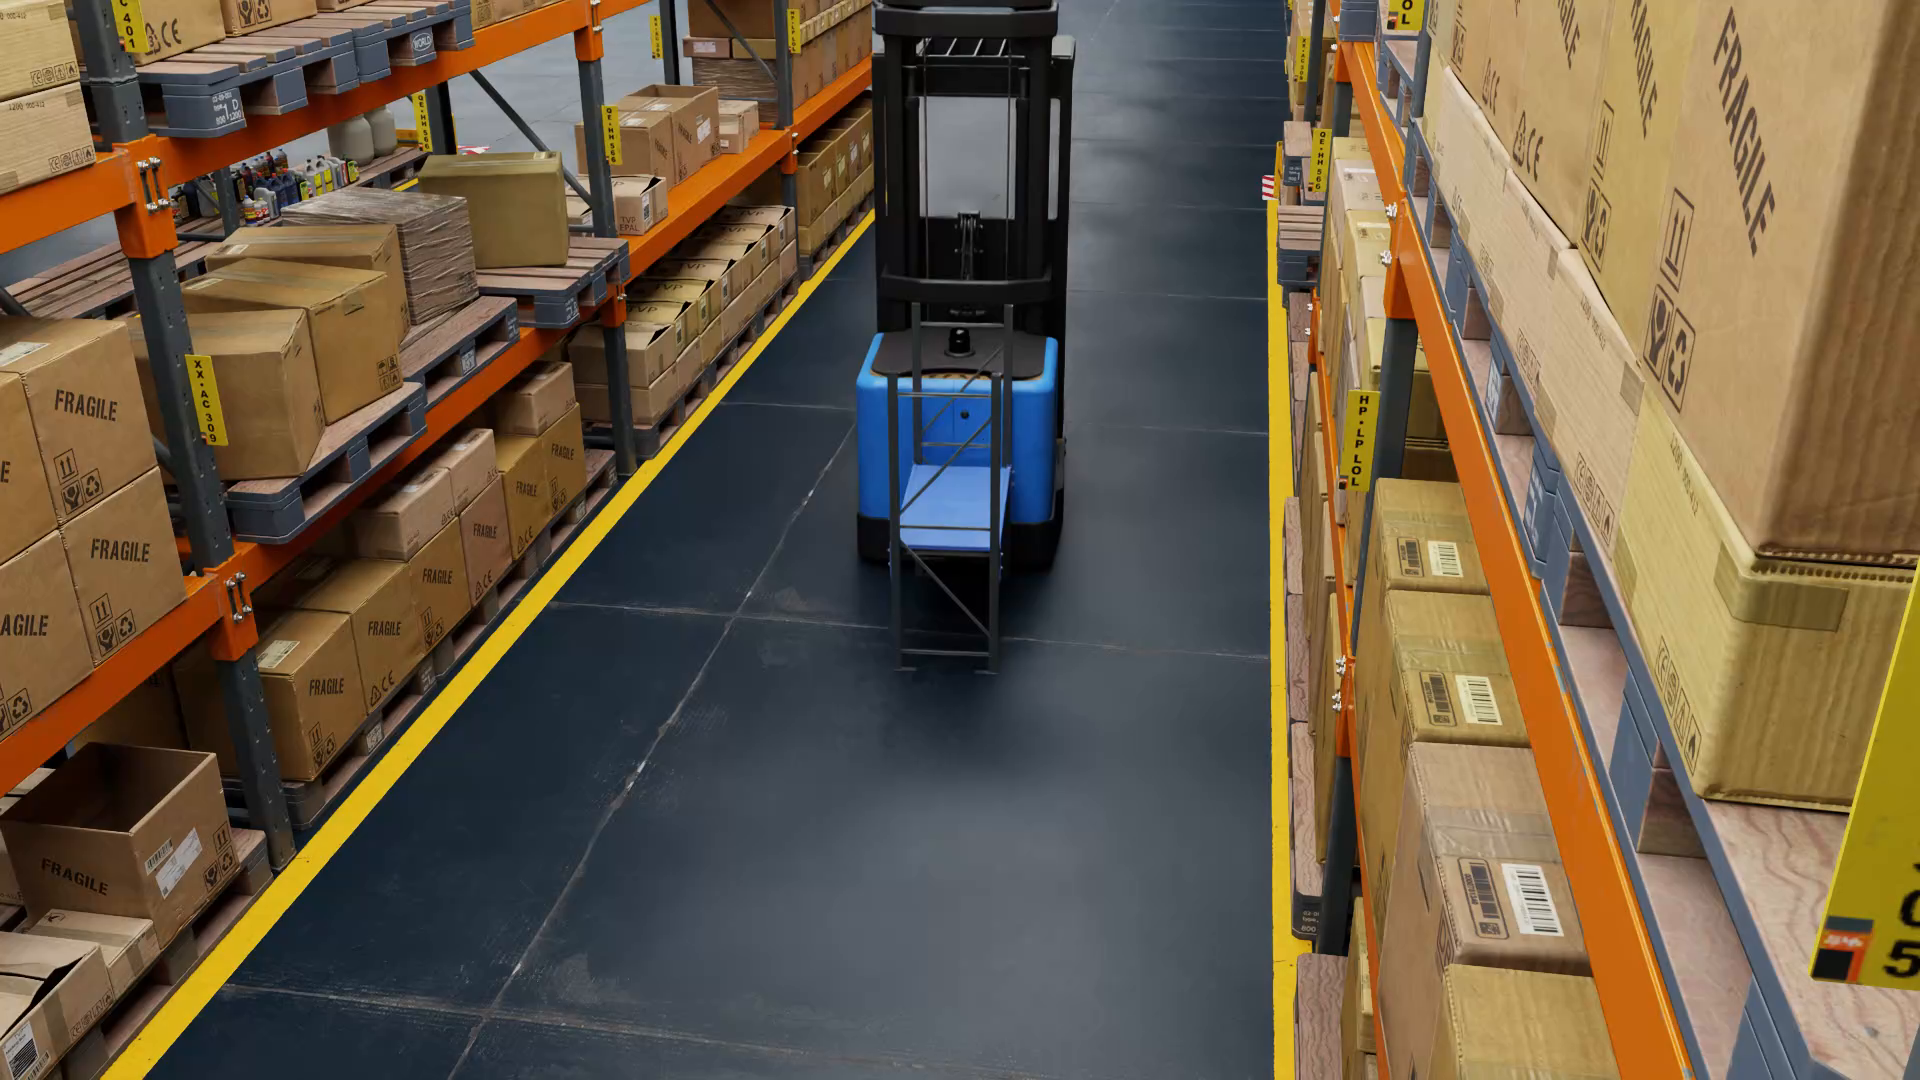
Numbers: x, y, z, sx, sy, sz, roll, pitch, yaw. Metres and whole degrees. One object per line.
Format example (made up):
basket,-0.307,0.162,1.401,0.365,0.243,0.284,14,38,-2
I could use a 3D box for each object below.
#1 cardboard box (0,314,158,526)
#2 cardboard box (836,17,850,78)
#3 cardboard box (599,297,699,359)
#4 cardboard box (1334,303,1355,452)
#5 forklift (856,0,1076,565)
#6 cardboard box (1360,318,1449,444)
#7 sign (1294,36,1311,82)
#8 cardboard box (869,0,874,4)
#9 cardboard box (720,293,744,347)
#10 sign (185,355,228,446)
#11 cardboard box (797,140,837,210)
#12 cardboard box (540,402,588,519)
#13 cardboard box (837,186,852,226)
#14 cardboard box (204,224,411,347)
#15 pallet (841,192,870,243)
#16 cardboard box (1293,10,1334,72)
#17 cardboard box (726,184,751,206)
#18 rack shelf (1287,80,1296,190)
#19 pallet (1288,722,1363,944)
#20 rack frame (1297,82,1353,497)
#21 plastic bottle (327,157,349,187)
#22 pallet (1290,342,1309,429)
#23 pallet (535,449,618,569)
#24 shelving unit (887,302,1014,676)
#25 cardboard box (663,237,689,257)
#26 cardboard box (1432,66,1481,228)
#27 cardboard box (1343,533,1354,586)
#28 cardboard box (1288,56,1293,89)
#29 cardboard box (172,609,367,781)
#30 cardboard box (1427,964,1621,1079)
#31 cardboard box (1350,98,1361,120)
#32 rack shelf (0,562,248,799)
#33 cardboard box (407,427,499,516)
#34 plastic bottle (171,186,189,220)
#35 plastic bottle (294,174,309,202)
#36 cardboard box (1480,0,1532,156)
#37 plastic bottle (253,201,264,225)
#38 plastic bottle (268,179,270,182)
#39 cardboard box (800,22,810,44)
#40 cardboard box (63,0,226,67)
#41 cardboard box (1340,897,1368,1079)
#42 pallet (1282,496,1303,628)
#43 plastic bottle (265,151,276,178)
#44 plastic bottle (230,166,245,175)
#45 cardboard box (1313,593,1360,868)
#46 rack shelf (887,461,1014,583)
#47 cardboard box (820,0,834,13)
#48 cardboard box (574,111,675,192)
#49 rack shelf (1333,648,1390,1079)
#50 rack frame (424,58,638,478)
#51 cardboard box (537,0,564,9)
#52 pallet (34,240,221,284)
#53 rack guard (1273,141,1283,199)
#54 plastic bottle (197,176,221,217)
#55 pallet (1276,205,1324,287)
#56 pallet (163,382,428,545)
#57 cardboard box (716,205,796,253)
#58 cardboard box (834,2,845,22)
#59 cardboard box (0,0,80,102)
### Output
cardboard box,-2.955,-0.390,5.247,0.500,0.500,0.500,4,25,9
cardboard box,-1.423,-4.563,15.343,0.700,0.500,0.500,4,25,9
cardboard box,-2.021,-1.412,10.814,0.500,0.311,0.500,3,25,7
cardboard box,1.751,-0.602,6.506,0.500,0.500,0.500,4,25,9
forklift,0.086,-1.784,9.604,1.130,2.935,3.031,2,25,4
cardboard box,1.584,-0.521,5.448,0.500,0.250,0.500,5,25,10
sign,2.531,-3.552,12.278,0.100,0.325,0.005,4,25,9
cardboard box,-1.041,-5.306,16.164,0.380,0.149,0.250,4,25,8
cardboard box,-1.854,-1.580,11.835,0.500,0.250,0.500,5,25,10
sign,-2.591,-0.479,5.713,0.100,0.325,0.005,4,25,9
cardboard box,-1.362,-3.133,14.269,0.500,0.500,0.500,4,25,9
cardboard box,-2.395,-0.454,9.110,0.500,0.500,0.500,5,26,11
cardboard box,-1.272,-3.002,14.873,0.500,0.250,0.500,4,25,9
cardboard box,-2.900,-1.100,7.447,0.700,0.500,0.500,-2,25,-5
pallet,-1.452,-3.045,15.507,1.003,0.211,1.213,4,25,9
cardboard box,3.009,-4.044,13.620,0.500,0.500,0.500,3,25,7
cardboard box,-1.867,-3.169,14.345,0.500,0.500,0.500,4,25,9
rack shelf,3.394,-3.636,14.328,1.077,0.370,4.000,4,25,9
pallet,1.812,1.156,6.532,1.003,0.211,1.213,4,25,9
rack frame,2.414,-1.452,8.814,1.000,3.000,0.127,4,25,9
plastic bottle,-5.988,-3.548,15.986,0.152,0.276,0.135,4,25,9
pallet,2.745,-1.025,11.190,1.003,0.211,1.213,4,25,9
pallet,-2.633,-0.221,9.474,1.003,0.211,1.213,4,25,9
shelving unit,-0.029,-0.267,8.050,0.538,1.500,1.048,2,25,4
cardboard box,-2.304,-2.084,12.252,0.500,0.311,0.500,3,25,7
cardboard box,1.290,-0.822,3.494,0.500,0.250,0.500,3,25,7
cardboard box,1.554,0.057,5.862,0.380,0.149,0.250,4,25,9
cardboard box,3.168,-4.126,14.680,0.500,0.250,0.500,4,25,8
cardboard box,-2.808,0.627,6.803,0.500,0.500,0.500,3,25,6
cardboard box,1.288,1.239,2.711,0.980,0.700,0.700,4,25,8
cardboard box,2.662,-2.417,10.238,0.700,0.500,0.500,4,25,9
rack shelf,-3.454,1.041,4.335,1.077,0.370,4.000,4,25,9
cardboard box,-2.563,-0.341,7.986,0.500,0.250,0.500,4,25,8
plastic bottle,-6.953,-3.005,14.816,0.061,0.283,0.133,5,26,11
plastic bottle,-6.066,-3.234,15.307,0.061,0.283,0.133,5,26,11
cardboard box,1.214,-0.944,2.869,0.500,0.500,0.500,4,25,9
plastic bottle,-6.205,-2.889,14.665,0.097,0.201,0.097,0,25,0
plastic bottle,-6.260,-3.153,15.147,0.097,0.271,0.097,0,25,0
cardboard box,-1.462,-4.228,13.860,0.380,0.149,0.250,4,25,8
cardboard box,-2.973,-1.966,5.642,0.600,0.600,0.600,2,25,4
cardboard box,1.537,1.468,5.028,0.700,0.500,0.500,4,25,9
pallet,2.211,0.135,8.712,1.003,0.211,1.213,4,25,9
plastic bottle,-6.711,-3.623,16.138,0.061,0.283,0.133,4,25,9
plastic bottle,-6.771,-3.350,15.562,0.152,0.276,0.135,4,25,9
cardboard box,1.738,0.723,6.207,0.750,0.750,0.750,4,25,9
rack shelf,-0.029,-0.104,8.127,0.538,0.185,1.000,2,25,4
cardboard box,-1.508,-4.915,14.565,0.700,0.500,0.500,4,25,9
cardboard box,-2.216,-2.542,11.025,0.500,0.500,0.500,3,25,6
rack shelf,1.433,1.383,3.606,1.077,0.370,4.000,4,25,9
rack frame,-2.474,-1.794,9.544,1.000,3.000,0.127,4,25,9
cardboard box,-2.512,-3.013,8.492,0.910,0.500,0.500,4,25,9
pallet,-6.796,-2.217,13.738,1.003,0.211,1.213,4,25,9
rack guard,3.709,-3.634,16.424,1.175,0.500,0.348,4,25,9
plastic bottle,-6.743,-3.090,14.920,0.144,0.351,0.185,4,25,9
pallet,2.425,-1.671,9.507,1.213,0.211,1.003,4,25,9
pallet,-2.889,-0.361,6.709,1.003,0.211,1.213,4,25,9
cardboard box,-1.604,-2.476,13.089,0.500,0.311,0.500,4,25,9
cardboard box,-1.251,-4.764,15.007,0.380,0.149,0.250,5,25,10
cardboard box,-2.939,-1.416,4.785,0.500,0.250,0.500,4,25,9
